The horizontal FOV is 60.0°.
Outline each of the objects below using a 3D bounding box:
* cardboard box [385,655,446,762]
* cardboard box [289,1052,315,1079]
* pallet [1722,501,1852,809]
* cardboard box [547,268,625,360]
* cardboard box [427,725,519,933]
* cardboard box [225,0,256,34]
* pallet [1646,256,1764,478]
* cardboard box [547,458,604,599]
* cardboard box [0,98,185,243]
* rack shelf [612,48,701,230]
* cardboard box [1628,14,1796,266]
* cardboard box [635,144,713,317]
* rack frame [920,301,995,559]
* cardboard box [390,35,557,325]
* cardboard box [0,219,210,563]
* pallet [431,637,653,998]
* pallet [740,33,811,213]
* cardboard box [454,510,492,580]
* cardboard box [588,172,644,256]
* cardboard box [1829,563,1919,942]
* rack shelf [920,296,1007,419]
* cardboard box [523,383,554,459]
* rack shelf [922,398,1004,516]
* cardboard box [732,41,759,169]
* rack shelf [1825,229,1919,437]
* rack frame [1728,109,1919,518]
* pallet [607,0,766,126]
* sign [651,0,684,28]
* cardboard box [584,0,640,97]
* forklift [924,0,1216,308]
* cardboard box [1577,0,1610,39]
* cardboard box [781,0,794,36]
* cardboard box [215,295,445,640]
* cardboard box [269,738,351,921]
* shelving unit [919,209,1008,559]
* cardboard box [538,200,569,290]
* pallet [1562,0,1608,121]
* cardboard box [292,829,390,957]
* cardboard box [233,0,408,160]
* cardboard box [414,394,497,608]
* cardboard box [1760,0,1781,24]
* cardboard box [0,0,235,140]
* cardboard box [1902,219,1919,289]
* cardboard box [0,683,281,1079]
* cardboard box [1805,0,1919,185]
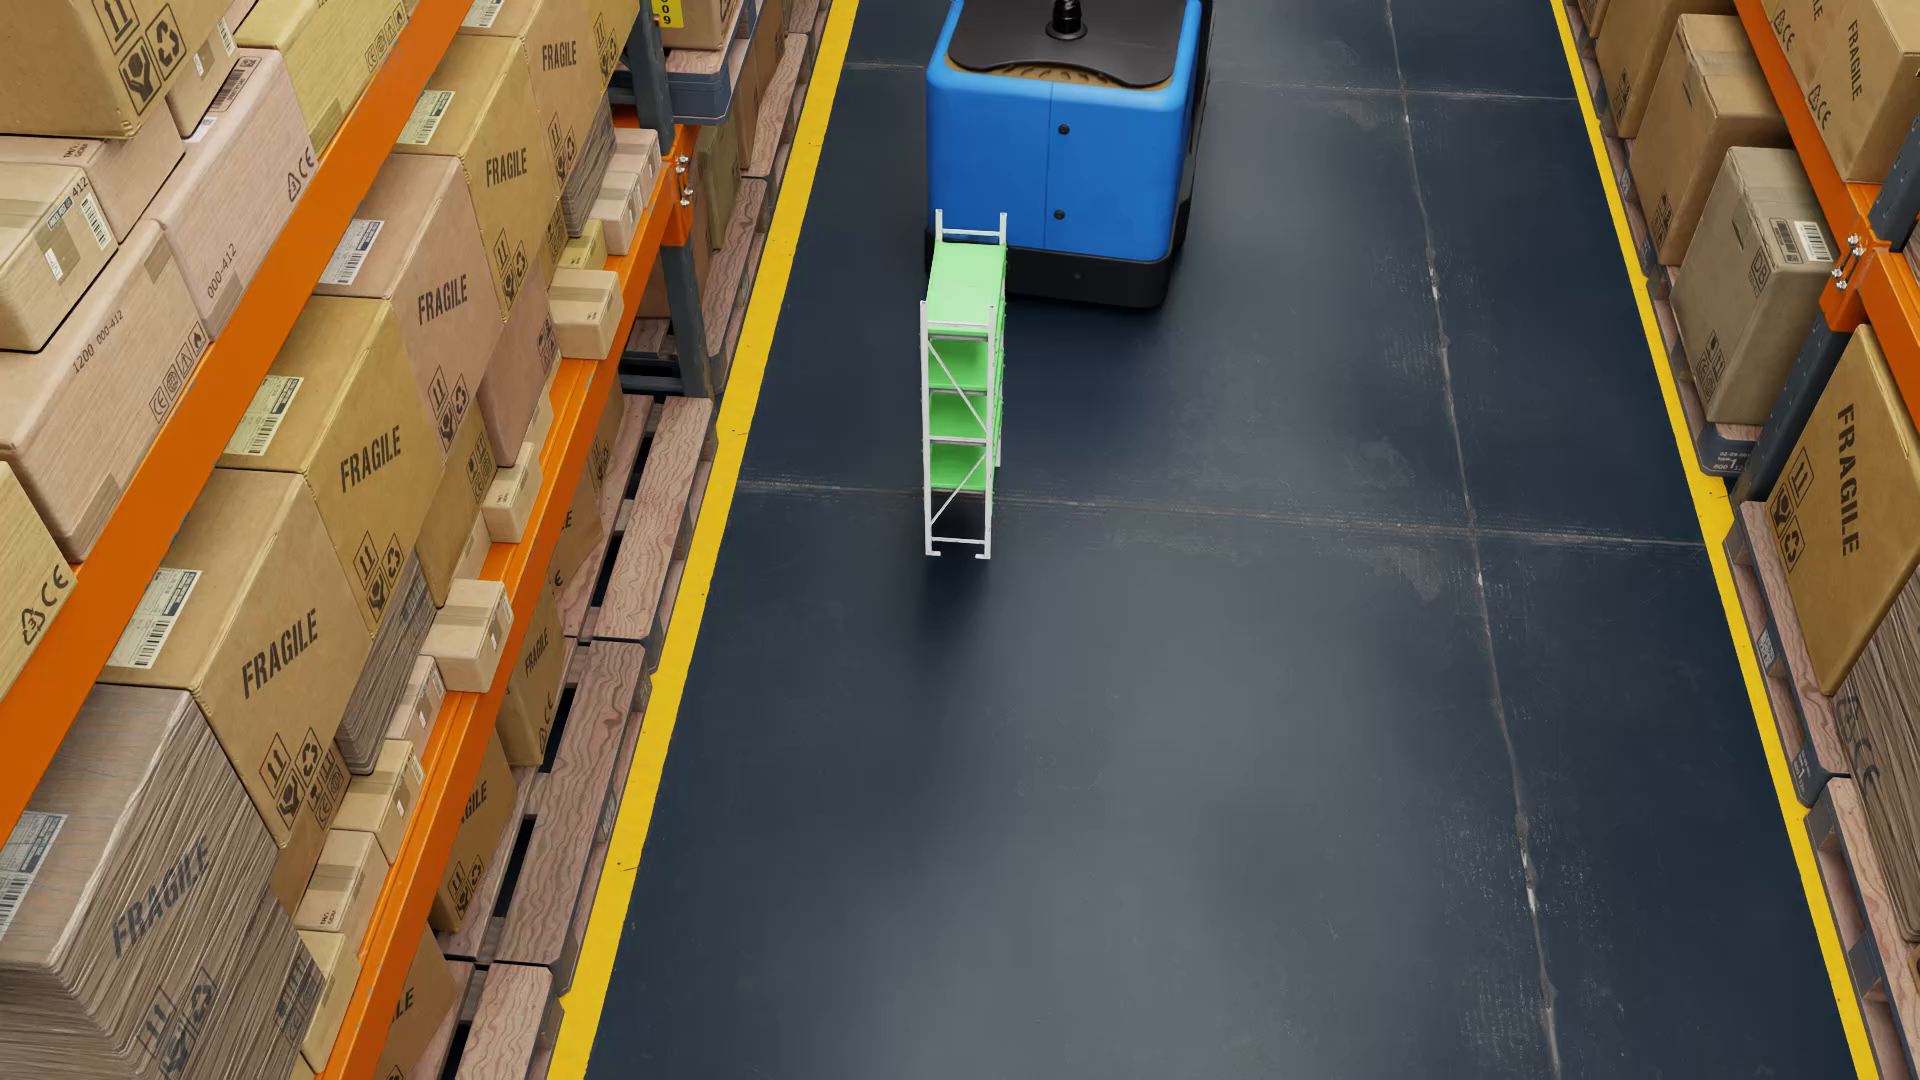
[{"bbox_3d":[-1.476,0.407,4.015,0.380,0.149,0.250,4,48,4],"label":"cardboard box"},{"bbox_3d":[-1.541,1.144,3.342,0.380,0.149,0.250,4,48,4],"label":"cardboard box"},{"bbox_3d":[3.301,0.398,5.743,1.003,0.211,1.213,4,48,4],"label":"pallet"},{"bbox_3d":[-1.236,-0.688,5.017,0.380,0.149,0.250,4,48,4],"label":"cardboard box"},{"bbox_3d":[-1.677,0.778,4.915,0.500,0.500,0.500,8,48,7],"label":"cardboard box"},{"bbox_3d":[-1.463,-0.988,2.920,0.380,0.149,0.250,3,48,3],"label":"cardboard box"},{"bbox_3d":[3.443,-0.728,6.773,1.003,0.211,1.213,4,48,4],"label":"pallet"},{"bbox_3d":[-1.603,-0.090,5.709,0.500,0.500,0.500,18,50,16],"label":"cardboard box"},{"bbox_3d":[-1.449,-0.600,2.565,0.380,0.149,0.250,4,48,3],"label":"cardboard box"},{"bbox_3d":[-1.300,-2.732,7.203,1.077,0.370,4.000,4,48,4],"label":"rack shelf"},{"bbox_3d":[3.507,-1.650,6.967,1.050,0.750,0.750,4,48,4],"label":"cardboard box"},{"bbox_3d":[-1.405,-1.259,6.765,0.700,0.500,0.500,1,48,1],"label":"cardboard box"},{"bbox_3d":[-0.007,-0.347,5.755,0.240,1.200,0.015,4,48,4],"label":"rack frame"},{"bbox_3d":[-1.340,-0.892,4.086,0.500,0.500,0.500,4,48,4],"label":"cardboard box"},{"bbox_3d":[-1.505,-0.243,2.509,0.500,0.250,0.500,3,48,3],"label":"cardboard box"},{"bbox_3d":[-1.617,0.831,5.347,1.003,0.211,1.213,4,48,4],"label":"pallet"},{"bbox_3d":[-1.304,-2.035,7.968,1.003,0.211,1.213,4,48,4],"label":"pallet"},{"bbox_3d":[-1.459,0.038,4.353,0.380,0.149,0.250,4,48,4],"label":"cardboard box"},{"bbox_3d":[-1.241,-1.059,5.356,0.380,0.149,0.250,4,48,4],"label":"cardboard box"},{"bbox_3d":[3.243,0.599,4.825,0.875,0.875,0.875,4,48,4],"label":"cardboard box"},{"bbox_3d":[0.015,-0.645,5.789,0.258,0.148,0.480,4,48,4],"label":"rack shelf"},{"bbox_3d":[-1.372,-0.327,4.687,0.380,0.149,0.250,4,48,4],"label":"cardboard box"},{"bbox_3d":[0.015,-0.321,6.143,0.258,0.148,0.480,4,48,4],"label":"rack shelf"},{"bbox_3d":[-1.292,-2.020,7.460,0.700,0.500,0.500,0,48,0],"label":"cardboard box"},{"bbox_3d":[3.266,0.616,4.142,1.077,0.370,4.000,4,48,4],"label":"rack shelf"},{"bbox_3d":[3.448,-1.097,5.221,1.000,3.000,0.127,4,48,4],"label":"rack frame"},{"bbox_3d":[-1.268,-1.992,6.169,1.003,0.211,1.213,4,48,4],"label":"pallet"},{"bbox_3d":[-0.941,-1.766,5.246,0.100,0.325,0.005,4,48,4],"label":"sign"},{"bbox_3d":[-1.249,-1.627,4.759,0.500,0.500,0.500,4,48,4],"label":"cardboard box"},{"bbox_3d":[0.632,-3.079,7.079,1.130,2.935,3.031,8,48,7],"label":"forklift"},{"bbox_3d":[3.667,-2.977,8.180,1.050,0.750,0.750,3,48,3],"label":"cardboard box"},{"bbox_3d":[-1.197,-2.847,8.217,0.700,0.500,0.500,0,48,0],"label":"cardboard box"},{"bbox_3d":[-1.428,-0.157,3.414,0.500,0.500,0.500,4,48,4],"label":"cardboard box"},{"bbox_3d":[-1.843,0.523,3.470,0.875,0.500,0.500,4,48,4],"label":"cardboard box"},{"bbox_3d":[0.015,-0.527,5.919,0.258,1.200,0.503,4,48,4],"label":"shelving unit"},{"bbox_3d":[-1.665,-0.947,4.814,0.875,0.500,0.500,4,48,4],"label":"cardboard box"},{"bbox_3d":[3.666,-2.521,8.413,1.003,0.211,1.213,4,48,4],"label":"pallet"},{"bbox_3d":[-1.502,0.776,3.678,0.380,0.149,0.250,4,48,4],"label":"cardboard box"},{"bbox_3d":[-1.413,-0.990,3.191,0.500,0.250,0.500,5,48,5],"label":"cardboard box"},{"bbox_3d":[-1.697,-0.209,4.139,0.875,0.500,0.500,4,48,4],"label":"cardboard box"},{"bbox_3d":[3.321,-2.275,6.230,0.500,0.500,0.500,4,48,4],"label":"cardboard box"},{"bbox_3d":[-1.442,-0.953,2.448,0.500,0.500,0.500,4,48,3],"label":"cardboard box"},{"bbox_3d":[3.426,-0.876,4.916,0.875,0.550,0.550,4,48,4],"label":"cardboard box"},{"bbox_3d":[-1.525,0.577,2.742,0.500,0.500,0.500,4,48,4],"label":"cardboard box"},{"bbox_3d":[3.229,-1.532,5.551,0.500,0.500,0.500,4,48,3],"label":"cardboard box"}]
